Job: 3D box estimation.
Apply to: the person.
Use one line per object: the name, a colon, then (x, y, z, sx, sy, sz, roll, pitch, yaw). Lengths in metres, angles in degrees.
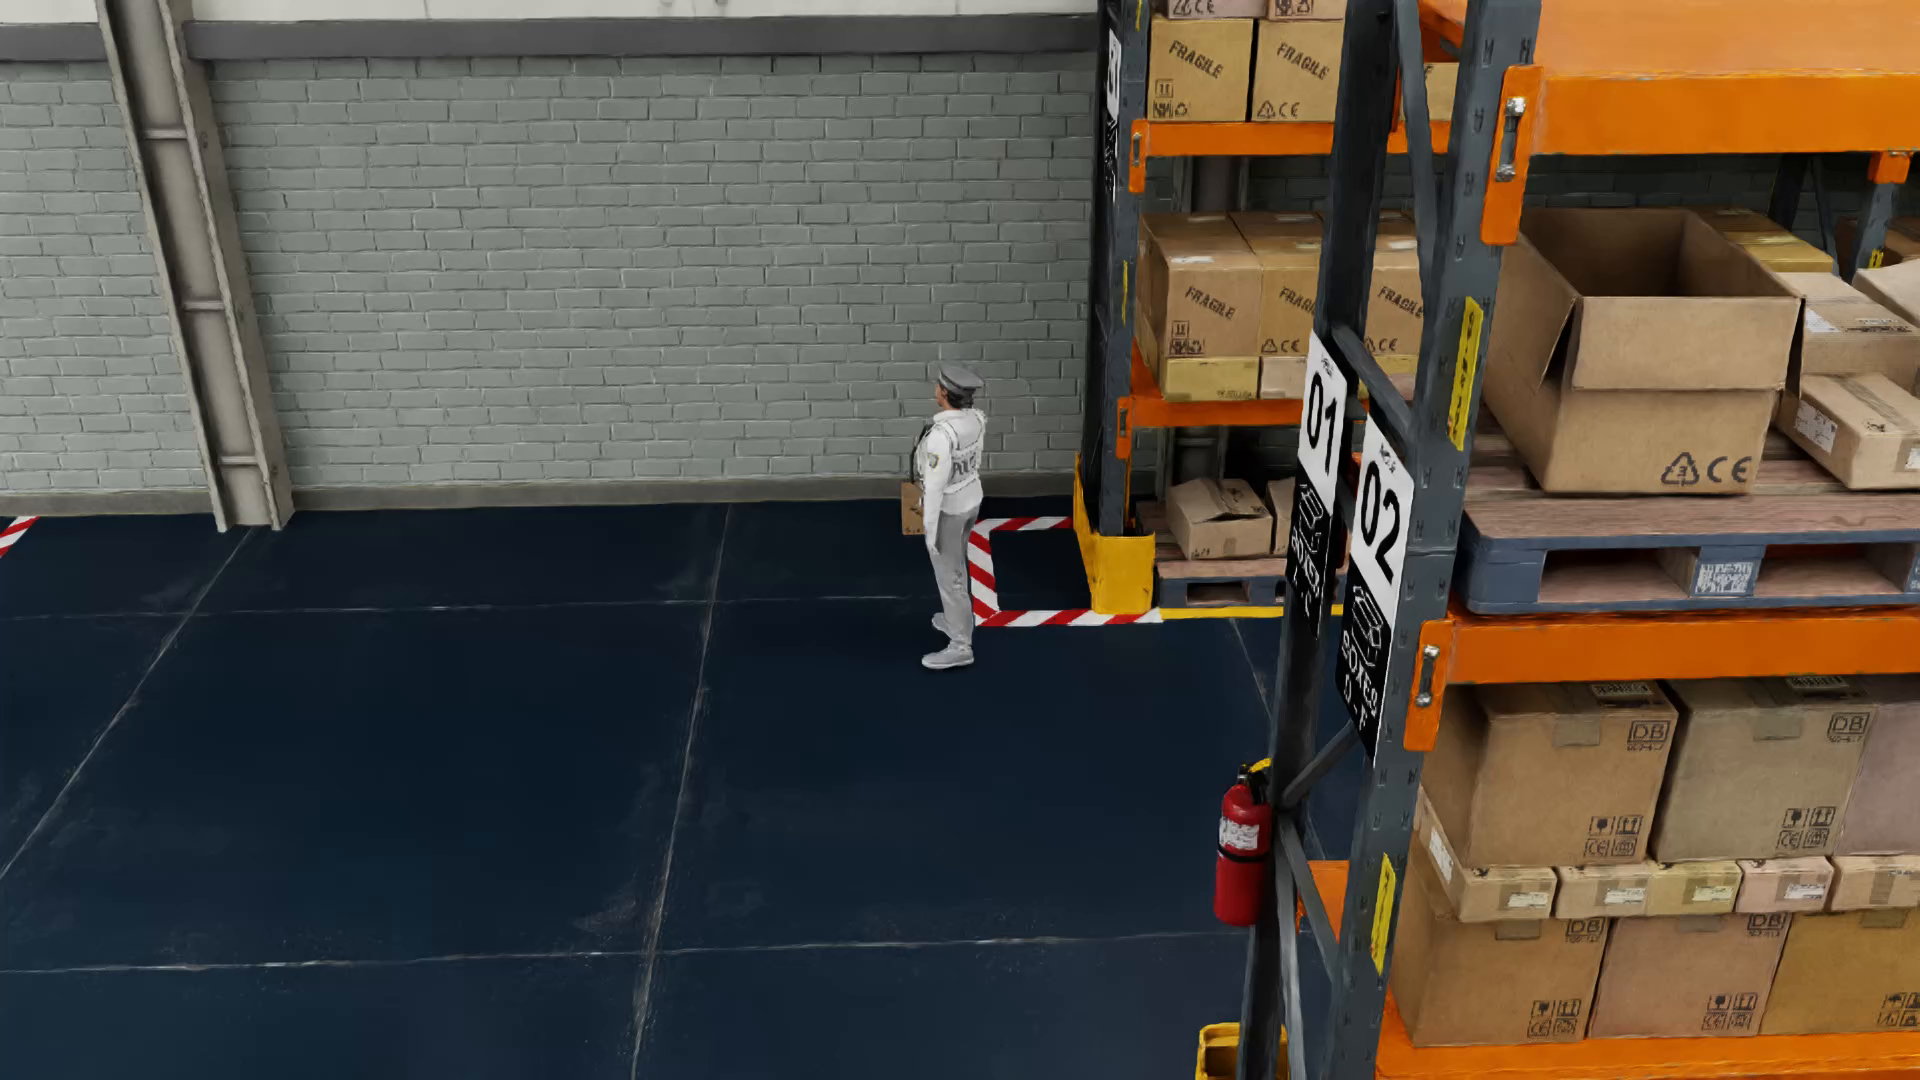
person: (-0.068, -0.148, 8.859, 0.451, 1.688, 0.534, 15, 31, 27)
